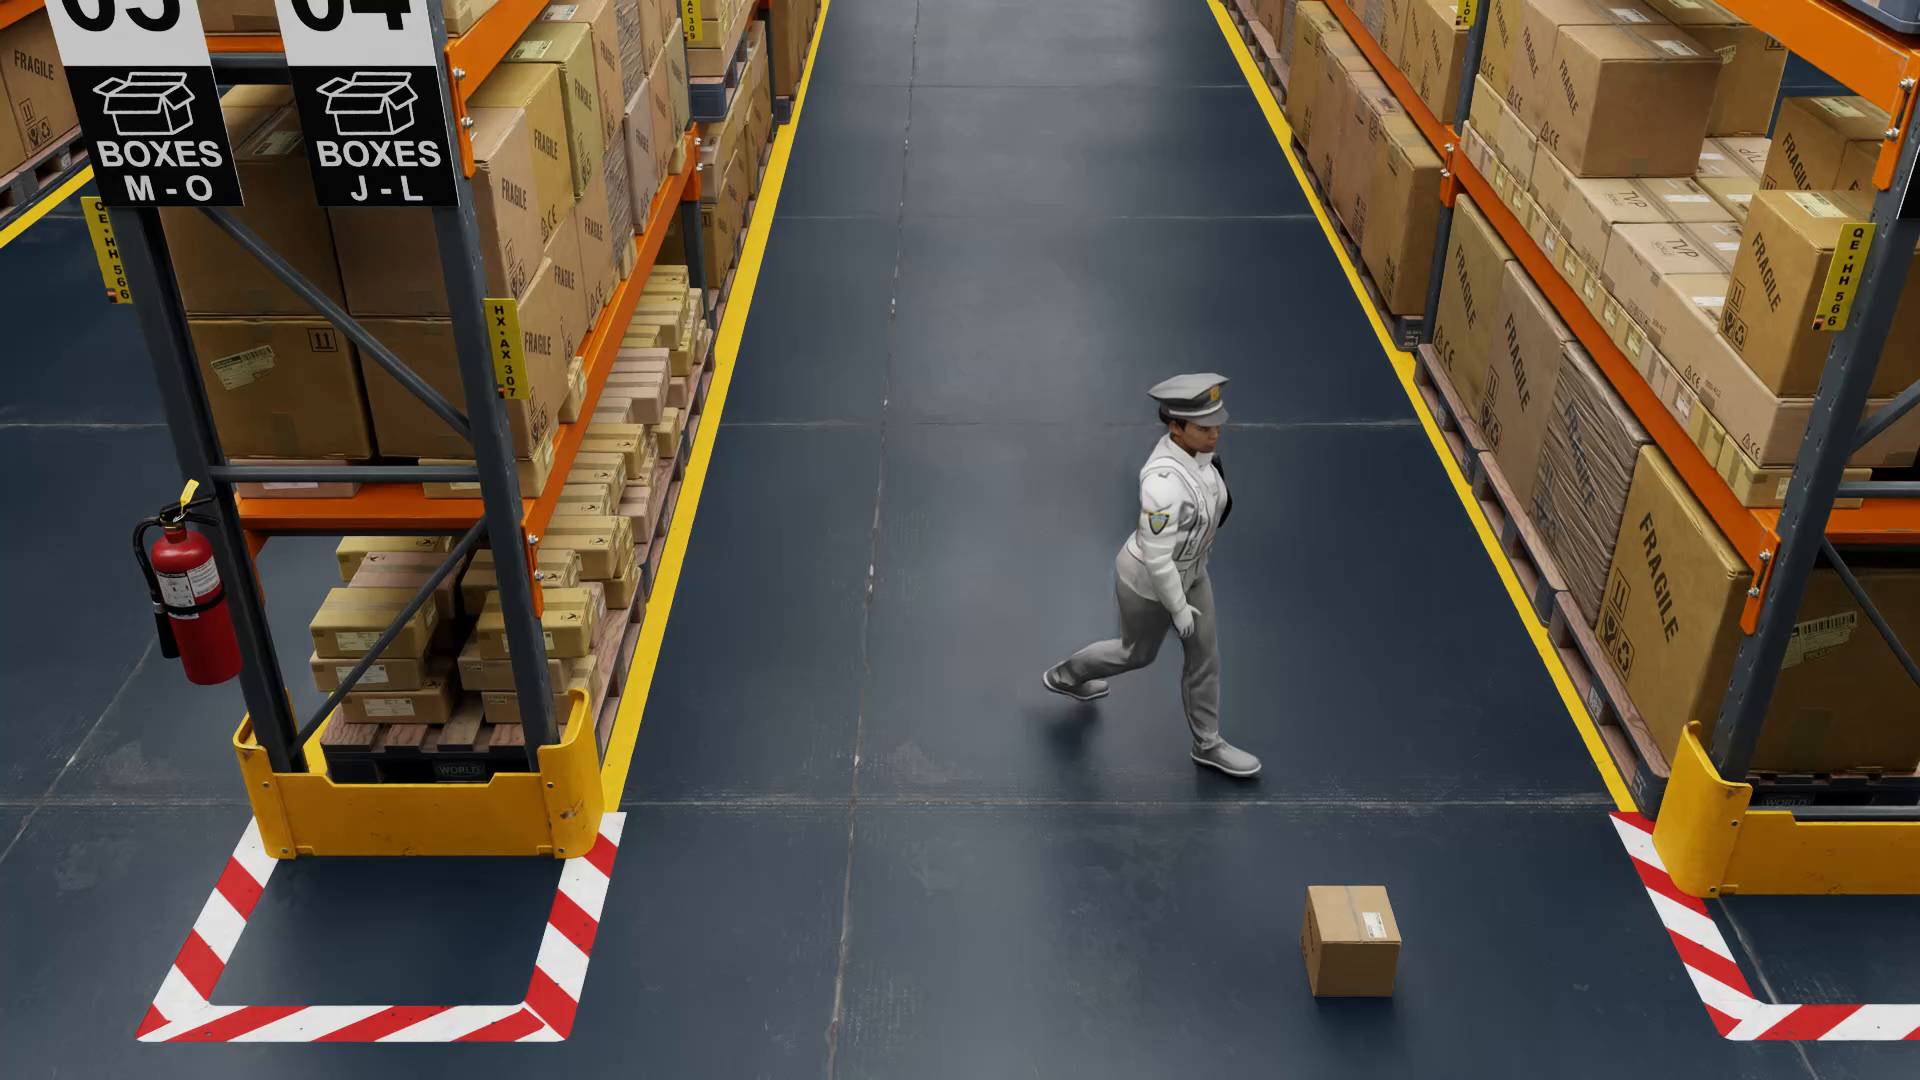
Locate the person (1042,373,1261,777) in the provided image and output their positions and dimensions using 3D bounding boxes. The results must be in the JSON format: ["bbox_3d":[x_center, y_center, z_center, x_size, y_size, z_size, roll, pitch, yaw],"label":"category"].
[{"bbox_3d":[0.694,0.119,5.939,0.913,1.633,0.523,17,35,25],"label":"person"}]
